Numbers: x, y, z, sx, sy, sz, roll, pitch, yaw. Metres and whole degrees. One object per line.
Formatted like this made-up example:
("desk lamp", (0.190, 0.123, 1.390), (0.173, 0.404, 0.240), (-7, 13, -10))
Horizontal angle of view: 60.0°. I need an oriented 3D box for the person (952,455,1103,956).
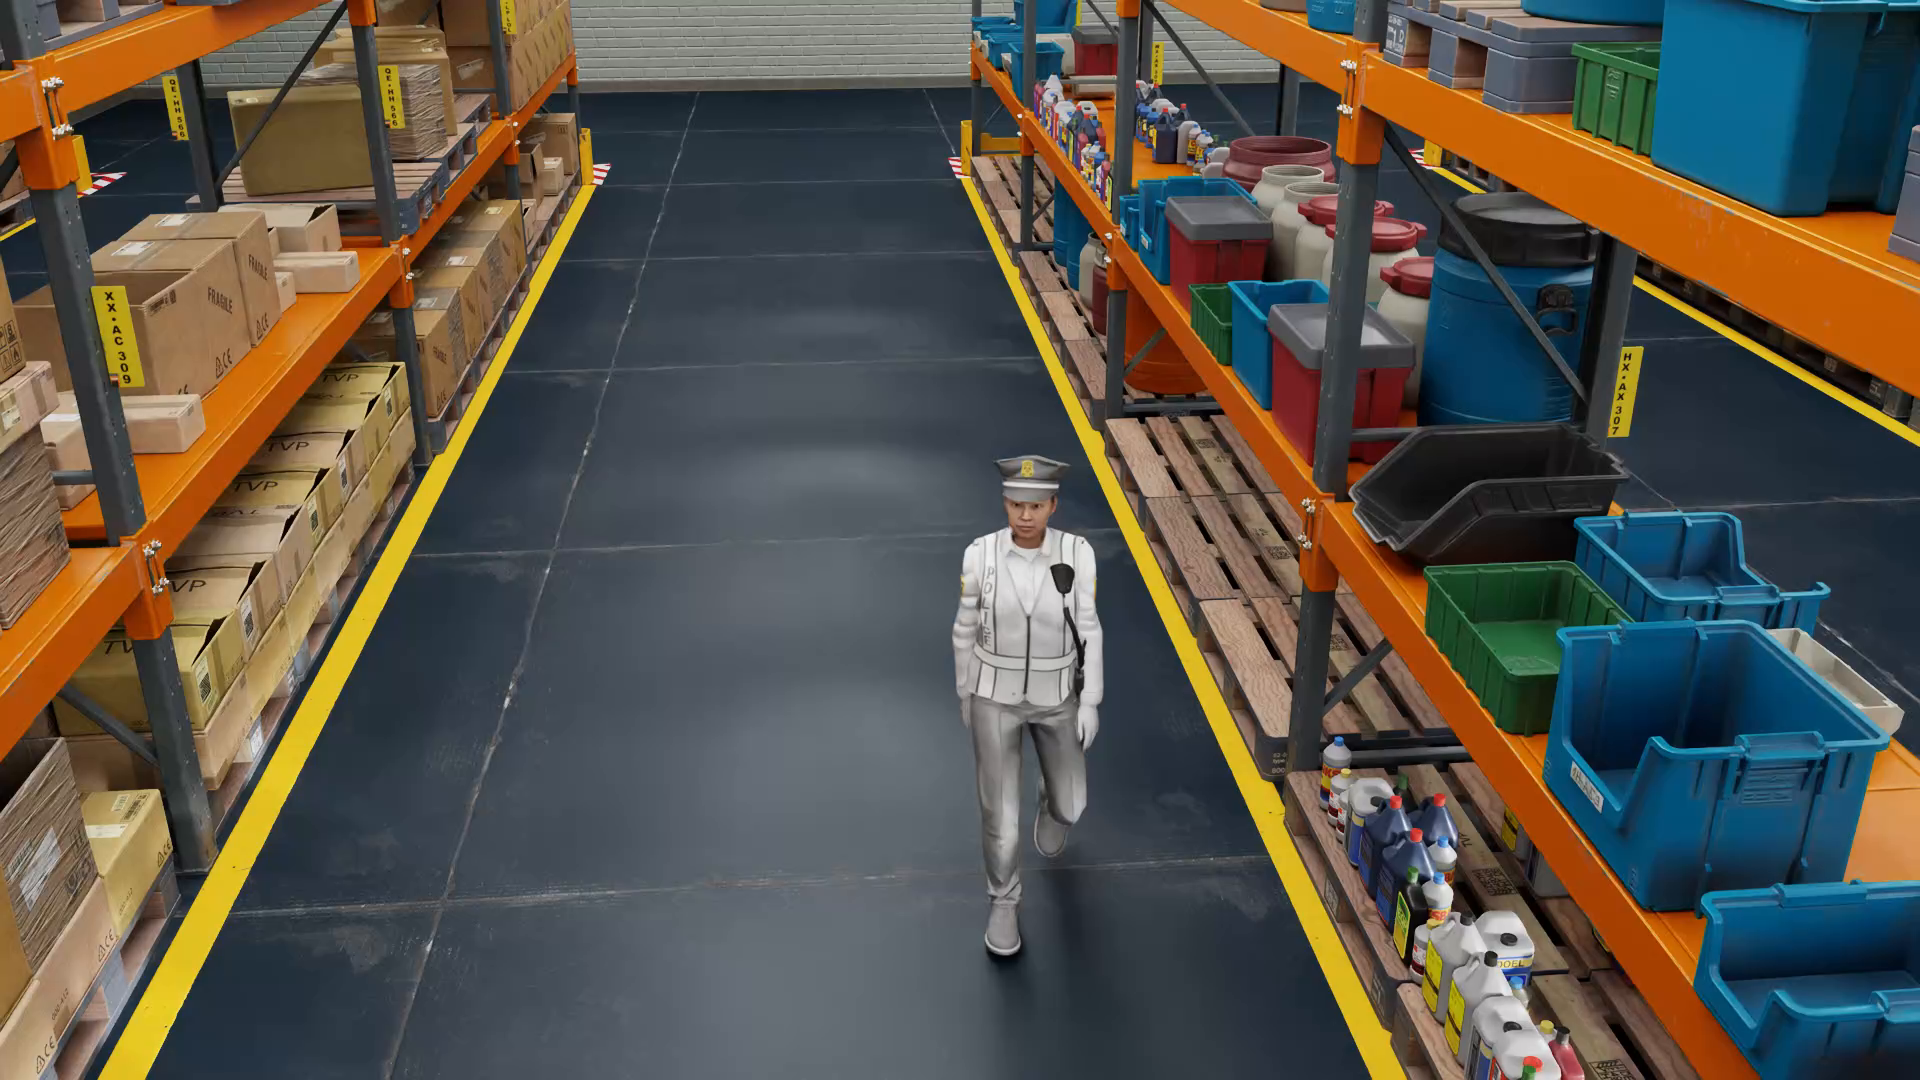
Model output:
("person", (0.218, 0.484, 5.430), (0.488, 1.672, 0.648), (0, 24, -1))
